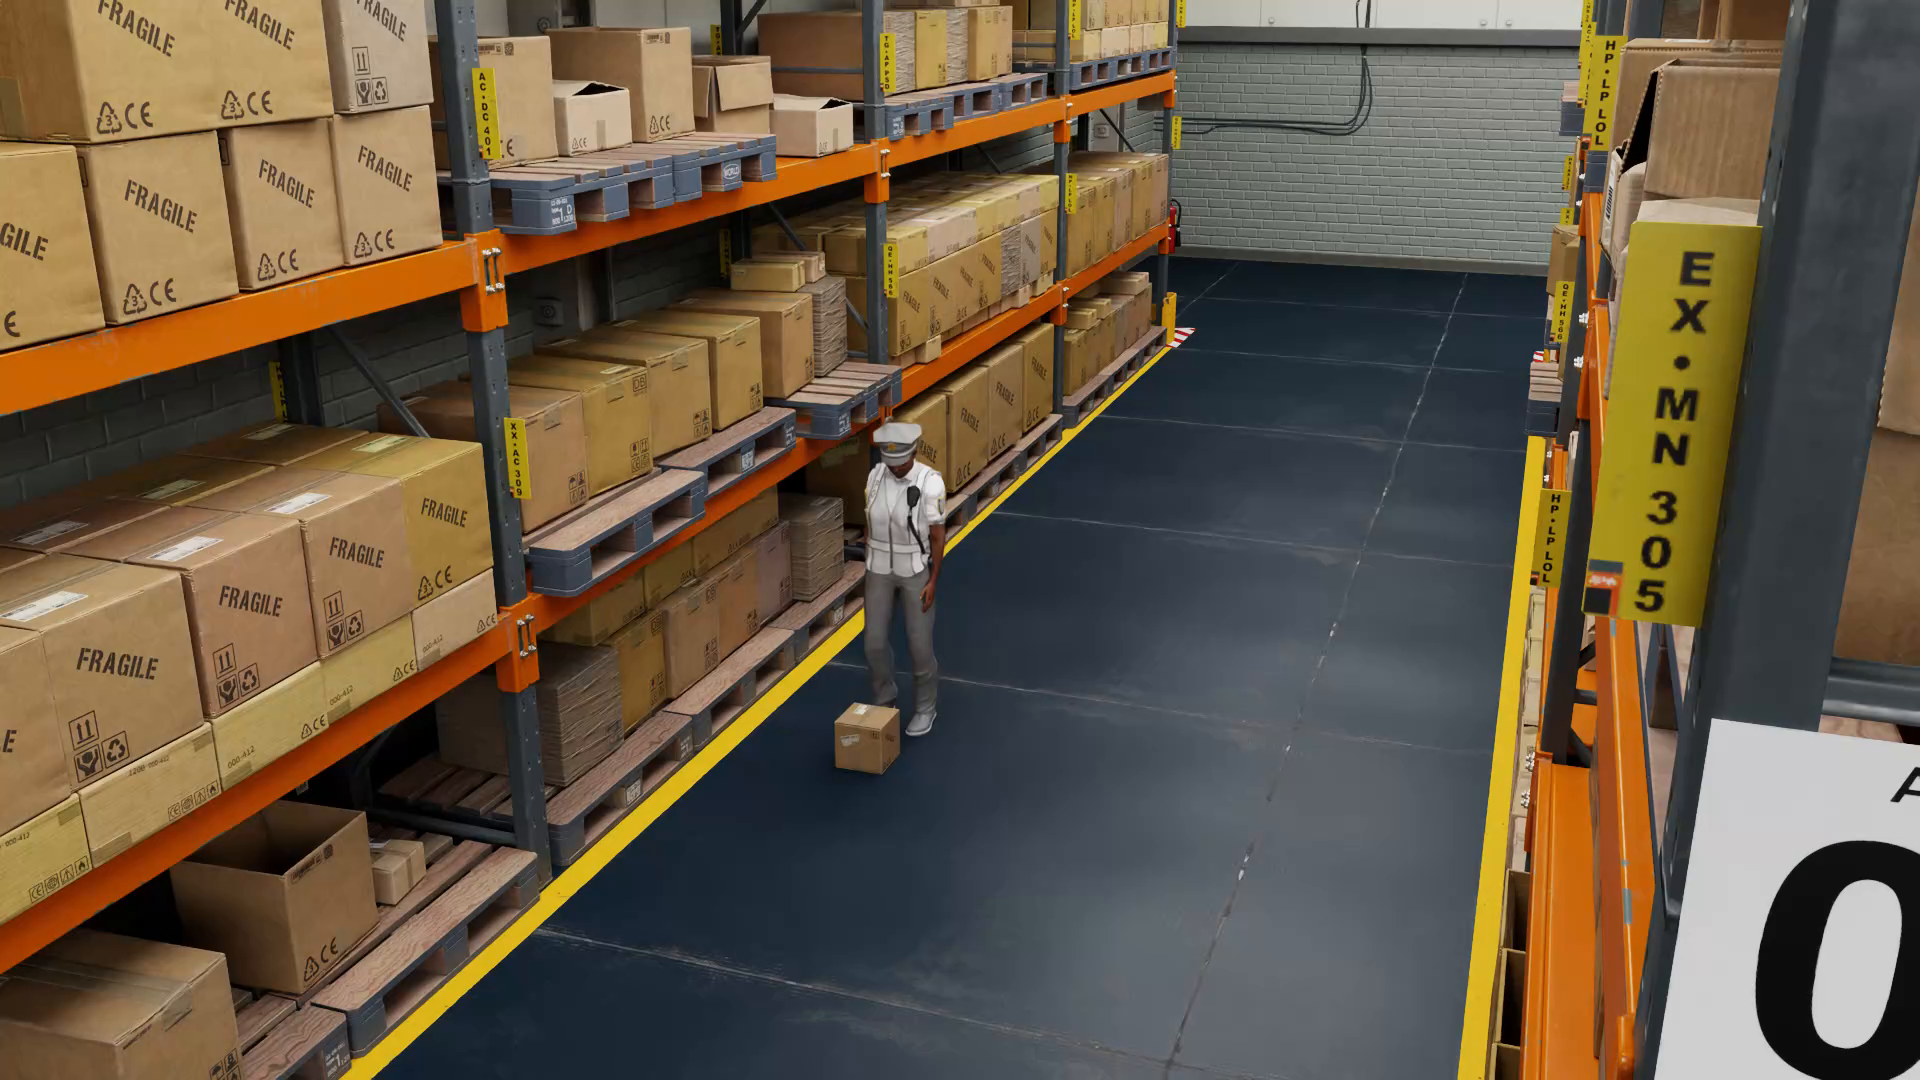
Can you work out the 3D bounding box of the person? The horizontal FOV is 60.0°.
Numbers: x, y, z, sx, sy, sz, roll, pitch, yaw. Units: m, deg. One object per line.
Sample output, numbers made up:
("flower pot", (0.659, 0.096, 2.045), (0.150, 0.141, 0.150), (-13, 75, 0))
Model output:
("person", (-0.287, 0.198, 8.527), (0.446, 1.644, 0.379), (7, 20, 19))
